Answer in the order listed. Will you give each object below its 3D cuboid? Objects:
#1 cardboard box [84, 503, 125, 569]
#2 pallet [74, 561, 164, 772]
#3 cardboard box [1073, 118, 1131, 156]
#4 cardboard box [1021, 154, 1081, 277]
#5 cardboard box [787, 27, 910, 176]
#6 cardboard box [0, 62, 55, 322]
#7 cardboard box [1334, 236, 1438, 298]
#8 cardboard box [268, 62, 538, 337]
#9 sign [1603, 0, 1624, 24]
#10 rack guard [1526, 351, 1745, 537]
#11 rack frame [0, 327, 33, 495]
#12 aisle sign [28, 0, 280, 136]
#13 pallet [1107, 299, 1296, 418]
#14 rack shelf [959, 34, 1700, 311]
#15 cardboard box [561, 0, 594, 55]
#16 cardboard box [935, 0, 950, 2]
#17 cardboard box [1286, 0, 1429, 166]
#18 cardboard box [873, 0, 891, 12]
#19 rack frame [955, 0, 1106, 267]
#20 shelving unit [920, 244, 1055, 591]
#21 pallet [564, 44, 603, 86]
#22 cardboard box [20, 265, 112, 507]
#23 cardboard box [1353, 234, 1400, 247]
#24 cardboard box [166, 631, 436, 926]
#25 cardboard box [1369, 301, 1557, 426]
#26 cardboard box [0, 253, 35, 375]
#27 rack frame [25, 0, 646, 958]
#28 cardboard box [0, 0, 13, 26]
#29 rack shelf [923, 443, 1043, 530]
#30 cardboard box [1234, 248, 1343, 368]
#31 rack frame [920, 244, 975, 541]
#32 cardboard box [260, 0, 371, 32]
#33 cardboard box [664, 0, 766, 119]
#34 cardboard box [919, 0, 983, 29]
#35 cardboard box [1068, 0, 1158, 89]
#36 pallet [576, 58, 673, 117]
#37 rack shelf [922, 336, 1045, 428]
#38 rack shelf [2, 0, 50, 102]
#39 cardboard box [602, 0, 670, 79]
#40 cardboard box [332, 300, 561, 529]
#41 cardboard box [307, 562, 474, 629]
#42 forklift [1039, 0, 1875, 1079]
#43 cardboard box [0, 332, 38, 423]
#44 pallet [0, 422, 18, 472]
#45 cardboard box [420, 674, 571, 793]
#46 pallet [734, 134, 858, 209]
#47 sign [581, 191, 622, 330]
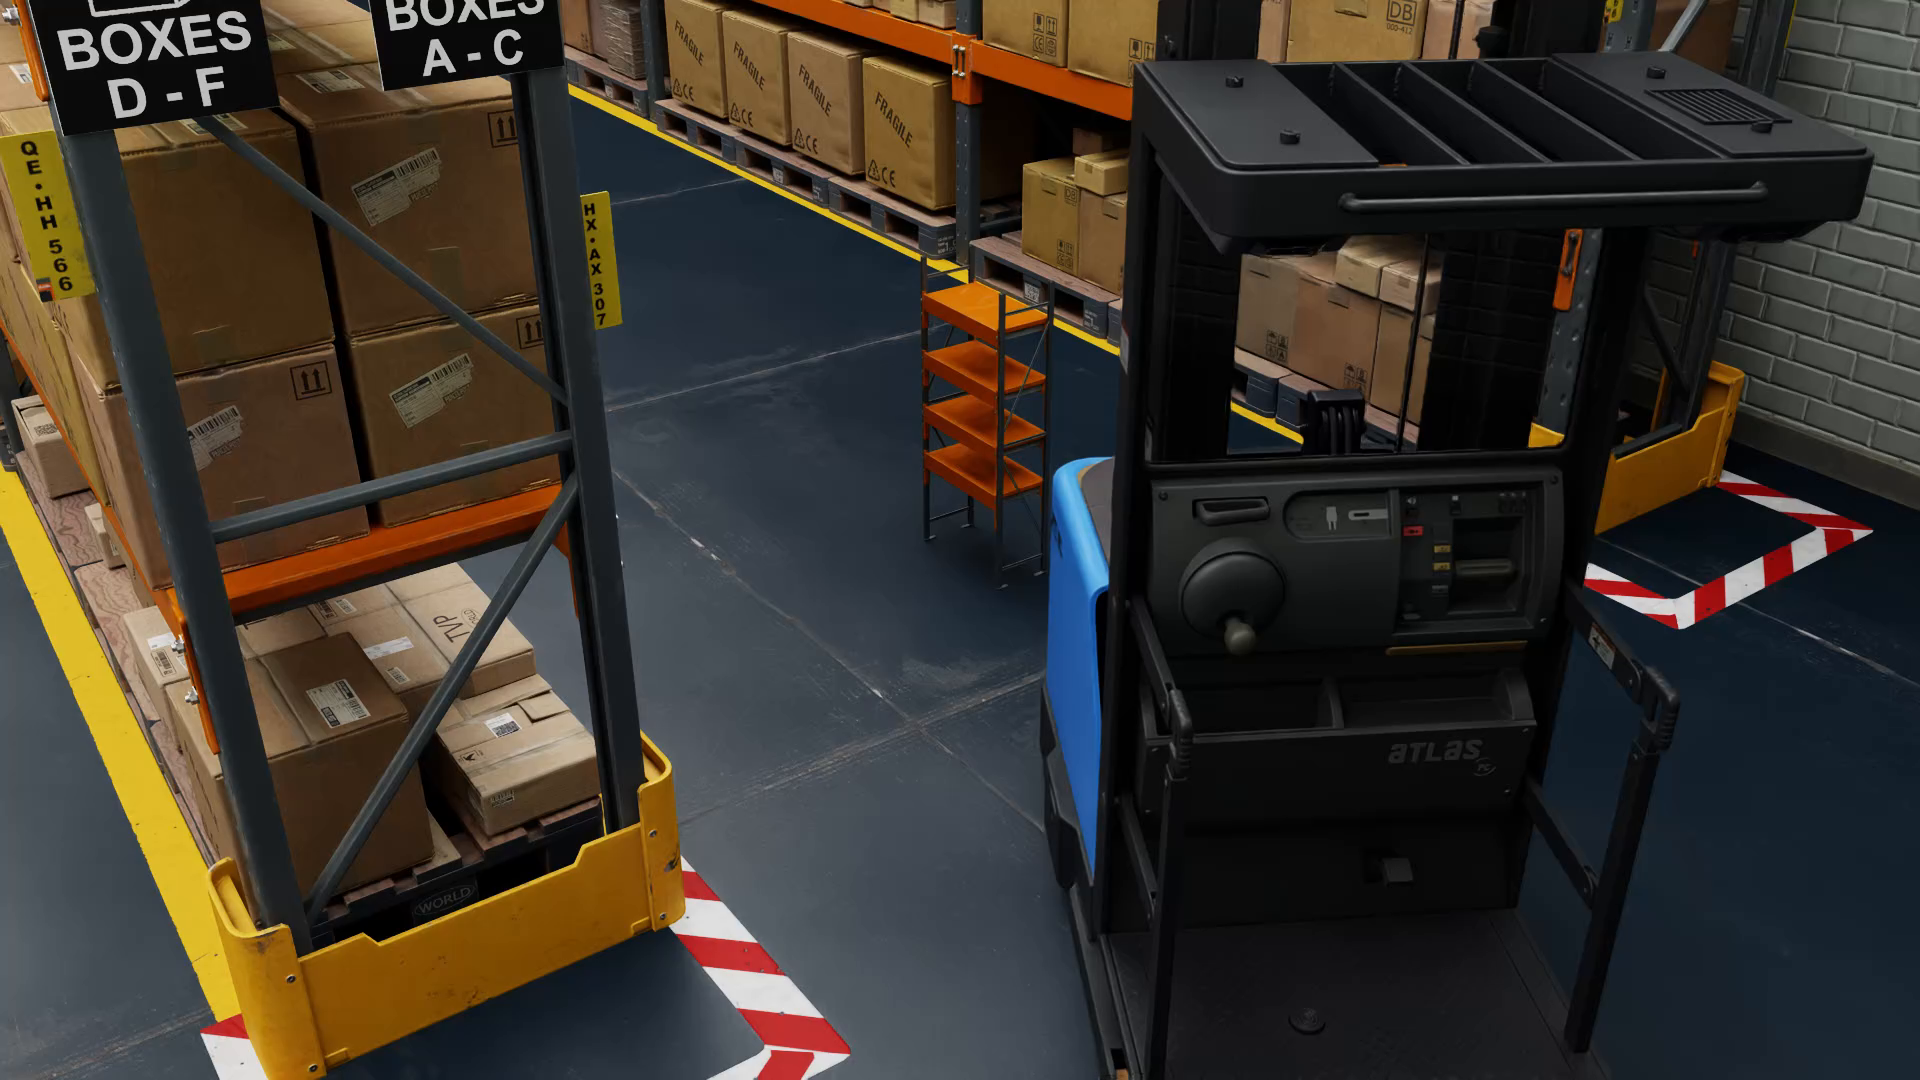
[{"bbox_3d":[-3.038,-0.066,6.236,0.380,0.166,0.250,-19,34,-31],"label":"cardboard box"},{"bbox_3d":[-2.506,0.293,5.990,1.003,0.211,1.213,-19,34,-31],"label":"pallet"},{"bbox_3d":[0.845,-2.211,9.177,0.380,0.149,0.250,-19,34,-31],"label":"cardboard box"},{"bbox_3d":[0.768,-1.814,9.127,0.700,0.500,0.500,-18,33,-30],"label":"cardboard box"},{"bbox_3d":[-0.583,-2.848,10.664,0.750,0.750,0.750,-18,33,-29],"label":"cardboard box"},{"bbox_3d":[-2.071,-0.896,4.104,0.500,0.500,0.500,-18,33,-29],"label":"cardboard box"},{"bbox_3d":[1.878,-1.206,7.328,0.380,0.149,0.250,-18,33,-29],"label":"cardboard box"},{"bbox_3d":[-1.338,-0.848,4.016,0.500,0.500,0.500,-18,33,-29],"label":"cardboard box"},{"bbox_3d":[2.288,-1.960,5.755,0.100,0.325,0.005,-19,34,-31],"label":"sign"},{"bbox_3d":[2.752,-0.384,6.934,1.175,0.500,0.348,-19,34,-31],"label":"rack guard"},{"bbox_3d":[-3.615,-1.674,6.690,1.000,3.000,0.127,-19,34,-31],"label":"rack frame"},{"bbox_3d":[-1.505,-1.150,3.001,0.394,0.787,0.004,-19,34,-31],"label":"aisle sign"},{"bbox_3d":[1.507,-1.030,8.425,1.003,0.211,1.213,-19,34,-31],"label":"pallet"},{"bbox_3d":[1.578,-1.954,7.958,1.077,0.370,4.000,-19,34,-31],"label":"rack shelf"},{"bbox_3d":[-2.878,-4.380,13.831,0.700,0.500,0.500,-19,34,-31],"label":"cardboard box"},{"bbox_3d":[-0.056,-3.340,9.320,0.500,0.500,0.500,-19,34,-31],"label":"cardboard box"},{"bbox_3d":[2.003,-2.099,7.158,0.980,0.700,0.700,-19,34,-31],"label":"cardboard box"},{"bbox_3d":[-0.288,-3.203,9.748,0.380,0.149,0.250,-18,33,-29],"label":"cardboard box"},{"bbox_3d":[0.417,-3.047,9.218,1.000,3.000,0.127,-19,34,-31],"label":"rack frame"},{"bbox_3d":[0.096,-0.463,6.345,0.258,1.200,0.503,-19,34,-31],"label":"shelving unit"},{"bbox_3d":[-3.058,-4.155,14.179,1.003,0.211,1.213,-19,34,-31],"label":"pallet"},{"bbox_3d":[-2.081,-0.463,4.354,0.500,0.500,0.500,-18,34,-30],"label":"cardboard box"},{"bbox_3d":[2.046,-1.409,7.700,0.380,0.149,0.250,-18,34,-30],"label":"cardboard box"},{"bbox_3d":[-1.811,0.643,4.582,0.500,0.500,0.500,-19,34,-31],"label":"cardboard box"},{"bbox_3d":[2.250,-0.823,7.301,0.700,0.500,0.500,-19,34,-31],"label":"cardboard box"},{"bbox_3d":[-2.658,-0.854,5.075,0.500,0.500,0.500,-19,34,-31],"label":"cardboard box"},{"bbox_3d":[-1.295,-0.119,3.827,1.000,3.000,0.127,-19,34,-31],"label":"rack frame"},{"bbox_3d":[-2.674,-1.296,4.840,0.500,0.500,0.500,-18,33,-29],"label":"cardboard box"},{"bbox_3d":[0.096,-0.229,6.472,0.258,0.148,0.480,-19,34,-31],"label":"rack shelf"},{"bbox_3d":[1.668,-1.213,8.019,0.700,0.500,0.500,-20,34,-32],"label":"cardboard box"},{"bbox_3d":[-0.046,-0.558,6.520,0.240,1.200,0.015,-19,34,-31],"label":"rack frame"},{"bbox_3d":[-1.933,-1.245,4.747,0.500,0.500,0.500,-18,33,-30],"label":"cardboard box"},{"bbox_3d":[-1.583,-3.520,11.901,0.750,0.750,0.750,-19,34,-31],"label":"cardboard box"},{"bbox_3d":[-0.009,-2.999,9.371,0.380,0.149,0.250,-18,34,-30],"label":"cardboard box"},{"bbox_3d":[1.138,-2.678,8.224,0.980,0.700,0.700,-20,34,-32],"label":"cardboard box"},{"bbox_3d":[-2.355,-3.681,13.307,1.003,0.211,1.213,-19,34,-31],"label":"pallet"},{"bbox_3d":[0.096,-0.600,6.271,0.258,0.148,0.480,-19,34,-31],"label":"rack shelf"},{"bbox_3d":[-2.455,-1.899,4.714,1.077,0.370,4.000,-19,34,-31],"label":"rack shelf"},{"bbox_3d":[-2.363,-3.963,13.061,0.700,0.500,0.500,-18,33,-30],"label":"cardboard box"},{"bbox_3d":[-1.338,-0.409,4.255,0.500,0.500,0.500,-18,33,-30],"label":"cardboard box"},{"bbox_3d":[-1.960,0.217,5.628,0.500,0.250,0.500,-19,34,-31],"label":"cardboard box"},{"bbox_3d":[0.907,0.090,3.513,1.130,2.935,3.031,-2,29,-5],"label":"forklift"},{"bbox_3d":[-4.135,-0.882,7.389,0.500,0.500,0.500,-19,34,-31],"label":"cardboard box"},{"bbox_3d":[-4.118,-0.755,7.919,1.003,0.211,1.213,-19,34,-31],"label":"pallet"},{"bbox_3d":[-1.403,0.577,5.052,0.380,0.166,0.250,-19,34,-31],"label":"cardboard box"},{"bbox_3d":[-0.803,-2.576,11.271,1.003,0.211,1.213,-19,34,-31],"label":"pallet"},{"bbox_3d":[-0.853,-0.650,3.897,0.100,0.325,0.005,-19,34,-31],"label":"sign"}]
